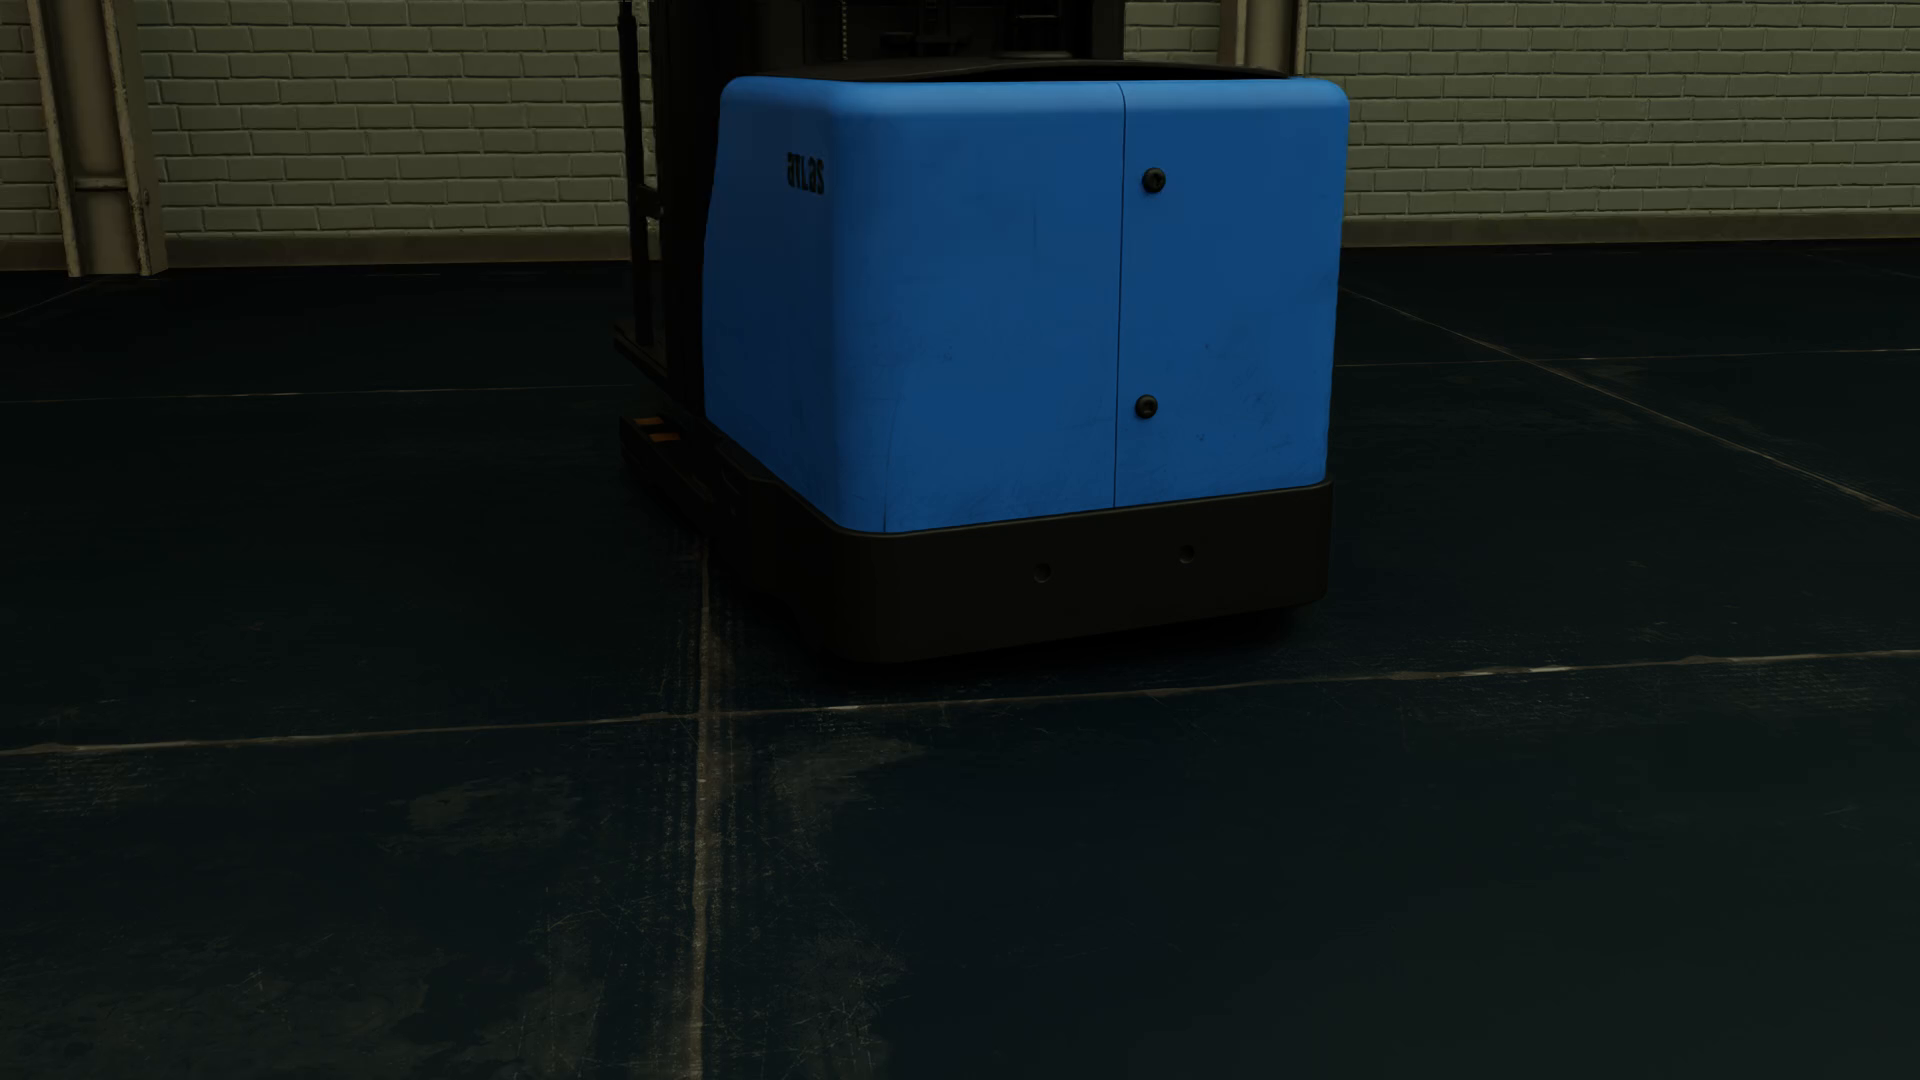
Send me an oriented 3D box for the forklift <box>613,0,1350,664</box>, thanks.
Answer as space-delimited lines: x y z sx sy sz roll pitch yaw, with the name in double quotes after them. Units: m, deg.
-0.285 -1.564 4.076 1.130 2.935 3.031 -7 18 -21 "forklift"
